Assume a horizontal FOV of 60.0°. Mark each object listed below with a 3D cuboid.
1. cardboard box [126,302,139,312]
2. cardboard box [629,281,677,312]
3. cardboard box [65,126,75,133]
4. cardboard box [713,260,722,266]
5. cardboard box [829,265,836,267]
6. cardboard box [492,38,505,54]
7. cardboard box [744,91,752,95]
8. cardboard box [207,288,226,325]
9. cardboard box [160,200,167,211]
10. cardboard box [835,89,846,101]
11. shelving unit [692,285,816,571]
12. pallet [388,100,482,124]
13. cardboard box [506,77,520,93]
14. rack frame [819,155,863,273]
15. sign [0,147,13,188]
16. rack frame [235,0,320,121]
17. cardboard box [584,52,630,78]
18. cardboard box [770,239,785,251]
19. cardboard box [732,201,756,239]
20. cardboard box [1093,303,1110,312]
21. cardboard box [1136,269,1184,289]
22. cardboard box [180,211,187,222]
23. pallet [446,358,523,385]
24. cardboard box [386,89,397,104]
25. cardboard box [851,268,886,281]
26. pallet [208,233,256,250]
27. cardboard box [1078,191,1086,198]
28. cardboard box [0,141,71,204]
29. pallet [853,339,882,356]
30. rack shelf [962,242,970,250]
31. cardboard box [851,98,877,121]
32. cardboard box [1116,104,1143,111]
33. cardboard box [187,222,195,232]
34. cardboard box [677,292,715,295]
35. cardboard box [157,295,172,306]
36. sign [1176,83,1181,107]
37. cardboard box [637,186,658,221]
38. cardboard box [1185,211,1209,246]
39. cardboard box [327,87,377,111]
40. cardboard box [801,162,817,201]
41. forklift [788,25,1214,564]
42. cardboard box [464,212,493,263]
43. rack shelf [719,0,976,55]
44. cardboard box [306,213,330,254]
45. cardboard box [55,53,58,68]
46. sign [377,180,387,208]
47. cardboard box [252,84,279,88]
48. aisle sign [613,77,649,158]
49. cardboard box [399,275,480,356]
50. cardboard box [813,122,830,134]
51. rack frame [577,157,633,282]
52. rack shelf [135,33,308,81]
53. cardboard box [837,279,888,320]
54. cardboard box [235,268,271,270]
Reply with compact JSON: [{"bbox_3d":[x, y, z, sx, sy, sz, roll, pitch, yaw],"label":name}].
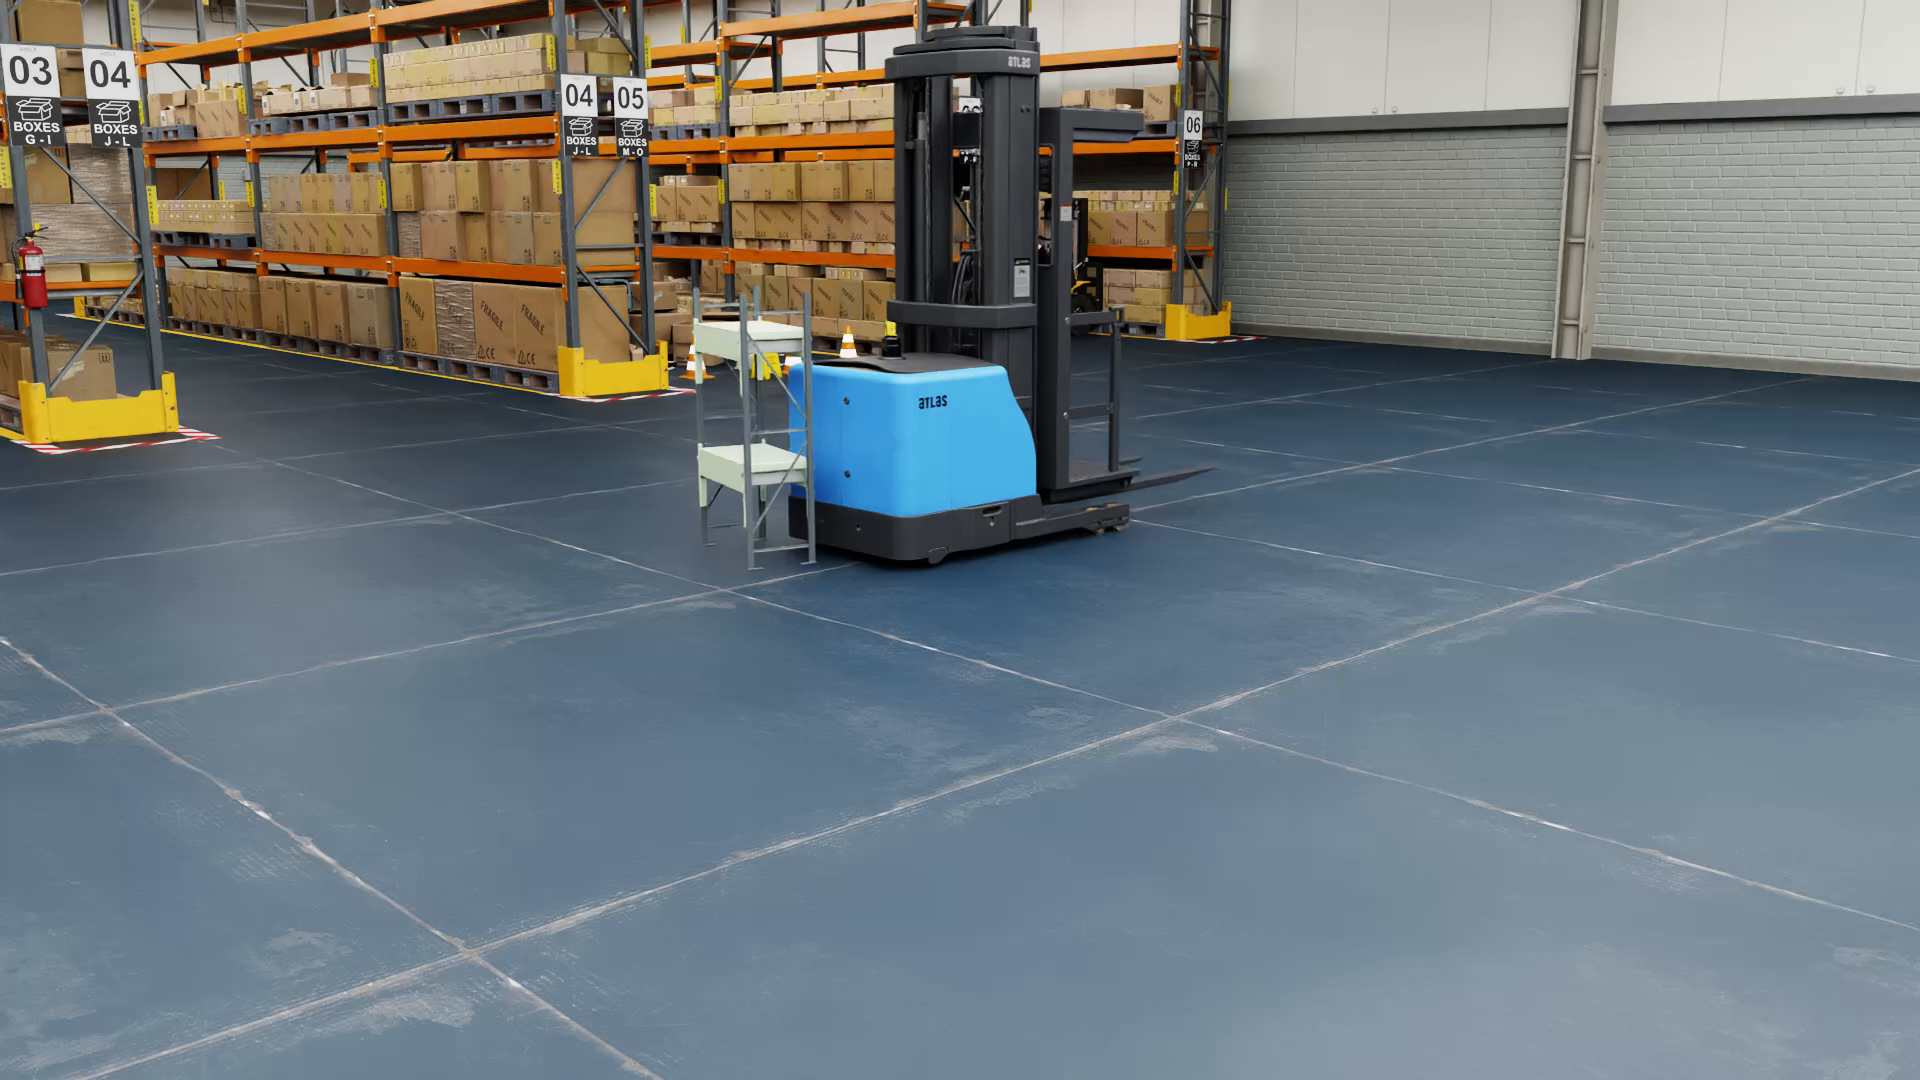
[{"bbox_3d":[-13.161,-3.755,26.729,0.380,0.149,0.250,-11,16,-43],"label":"cardboard box"},{"bbox_3d":[-4.161,-3.216,22.407,0.500,0.500,0.500,-11,16,-43],"label":"cardboard box"},{"bbox_3d":[-14.570,-6.908,27.705,0.500,0.250,0.500,-11,16,-42],"label":"cardboard box"},{"bbox_3d":[-4.529,-5.362,32.050,0.250,0.149,0.380,11,16,44],"label":"cardboard box"},{"bbox_3d":[-2.204,-5.017,30.374,0.380,0.149,0.250,-10,15,-40],"label":"cardboard box"},{"bbox_3d":[-4.649,-5.139,17.344,0.380,0.149,0.250,-11,16,-42],"label":"cardboard box"},{"bbox_3d":[-3.360,-6.381,24.107,0.500,0.250,0.500,-11,16,-44],"label":"cardboard box"},{"bbox_3d":[-10.543,-3.393,24.103,0.500,0.500,0.500,11,16,43],"label":"cardboard box"},{"bbox_3d":[-11.618,-4.960,24.659,0.380,0.149,0.250,-11,16,-42],"label":"cardboard box"},{"bbox_3d":[-1.382,-5.684,21.277,0.250,0.149,0.380,11,16,44],"label":"cardboard box"},{"bbox_3d":[-1.162,-0.651,9.352,0.431,1.500,0.755,-6,13,-28],"label":"shelving unit"},{"bbox_3d":[-5.847,-4.922,19.156,1.003,0.211,1.213,-11,16,-43],"label":"pallet"},{"bbox_3d":[-4.468,-4.710,17.240,0.380,0.149,0.250,-11,16,-42],"label":"cardboard box"},{"bbox_3d":[-2.069,-5.598,29.650,1.000,3.000,0.127,-11,16,-43],"label":"rack frame"},{"bbox_3d":[-7.715,-3.005,13.410,0.100,0.325,0.005,-11,16,-43],"label":"sign"},{"bbox_3d":[-9.167,-7.140,22.265,1.000,3.000,0.127,-11,16,-43],"label":"rack frame"},{"bbox_3d":[-3.790,-4.936,17.348,0.500,0.250,0.500,-11,16,-43],"label":"cardboard box"},{"bbox_3d":[-2.346,-4.003,22.531,0.380,0.149,0.250,-10,15,-41],"label":"cardboard box"},{"bbox_3d":[-2.792,-4.414,22.916,0.500,0.500,0.500,-11,16,-43],"label":"cardboard box"},{"bbox_3d":[2.227,-3.462,25.056,0.500,0.250,0.500,-11,16,-42],"label":"cardboard box"},{"bbox_3d":[2.912,-3.803,24.232,0.500,0.250,0.500,-10,15,-41],"label":"cardboard box"},{"bbox_3d":[-11.080,-4.701,24.140,0.380,0.149,0.250,-11,16,-43],"label":"cardboard box"},{"bbox_3d":[-5.089,-1.952,18.862,1.003,0.211,1.213,-11,16,-43],"label":"pallet"},{"bbox_3d":[-6.399,-5.118,19.219,0.380,0.149,0.250,-11,16,-43],"label":"cardboard box"},{"bbox_3d":[-1.176,-3.407,21.322,0.380,0.149,0.250,-10,15,-41],"label":"cardboard box"},{"bbox_3d":[-9.736,-4.196,23.322,1.213,0.211,1.003,-11,16,-43],"label":"pallet"},{"bbox_3d":[1.992,-5.189,25.071,0.380,0.149,0.250,-11,16,-42],"label":"cardboard box"},{"bbox_3d":[-7.858,-3.088,14.001,0.500,0.500,0.500,-11,16,-43],"label":"cardboard box"},{"bbox_3d":[-0.720,-2.507,21.557,1.003,0.211,1.213,-11,16,-43],"label":"pallet"},{"bbox_3d":[-0.688,-4.954,28.305,1.077,0.370,4.000,-11,16,-43],"label":"rack shelf"},{"bbox_3d":[-1.017,-5.392,20.852,0.500,0.250,0.500,-11,16,-43],"label":"cardboard box"},{"bbox_3d":[2.488,-6.204,24.202,0.396,0.266,0.258,-11,16,-42],"label":"cardboard box"},{"bbox_3d":[-10.913,-4.519,23.994,0.250,0.149,0.380,11,16,43],"label":"cardboard box"},{"bbox_3d":[-4.239,-3.523,25.047,0.950,0.372,0.625,-10,15,-41],"label":"cardboard box"},{"bbox_3d":[-12.377,-3.742,25.927,0.380,0.149,0.250,-10,16,-41],"label":"cardboard box"},{"bbox_3d":[3.053,-6.221,23.241,0.100,0.325,0.005,-11,16,-43],"label":"sign"},{"bbox_3d":[-4.437,-4.983,24.636,0.500,0.500,0.500,11,16,43],"label":"cardboard box"},{"bbox_3d":[3.314,-4.590,24.511,0.500,0.500,0.500,-10,15,-41],"label":"cardboard box"},{"bbox_3d":[-7.417,-5.417,20.422,0.500,0.250,0.500,-11,16,-43],"label":"cardboard box"},{"bbox_3d":[-1.657,-4.694,21.798,0.700,0.500,0.500,-11,16,-43],"label":"cardboard box"},{"bbox_3d":[0.401,-1.535,10.098,1.130,2.935,3.031,11,16,44],"label":"forklift"},{"bbox_3d":[-5.019,-3.403,18.624,0.875,0.550,0.500,-11,16,-43],"label":"cardboard box"},{"bbox_3d":[-1.513,-6.614,21.507,1.077,0.370,4.000,-11,16,-43],"label":"rack shelf"},{"bbox_3d":[-8.009,-3.927,21.289,0.500,0.500,0.500,-11,16,-43],"label":"cardboard box"},{"bbox_3d":[-7.695,-4.092,14.288,0.380,0.149,0.250,-11,16,-44],"label":"cardboard box"},{"bbox_3d":[-6.790,-4.069,19.554,0.100,0.325,0.005,-11,16,-43],"label":"sign"},{"bbox_3d":[-9.808,-6.299,23.472,0.396,0.266,0.258,-11,16,-43],"label":"cardboard box"},{"bbox_3d":[-3.376,-4.338,17.093,0.394,0.787,0.004,-11,16,-43],"label":"aisle sign"},{"bbox_3d":[-6.021,-2.681,19.716,0.875,0.875,0.875,-11,16,-42],"label":"cardboard box"},{"bbox_3d":[-1.674,-5.315,21.467,0.380,0.149,0.250,-11,16,-43],"label":"cardboard box"},{"bbox_3d":[-5.657,-4.906,26.290,1.000,3.000,0.127,-11,16,-43],"label":"rack frame"},{"bbox_3d":[-10.548,-6.883,23.794,1.077,0.370,4.000,-11,16,-43],"label":"rack shelf"},{"bbox_3d":[-1.237,-3.121,21.541,0.500,0.500,0.500,-10,15,-40],"label":"cardboard box"},{"bbox_3d":[-10.512,-3.908,24.743,0.500,0.250,0.500,11,16,43],"label":"cardboard box"}]
